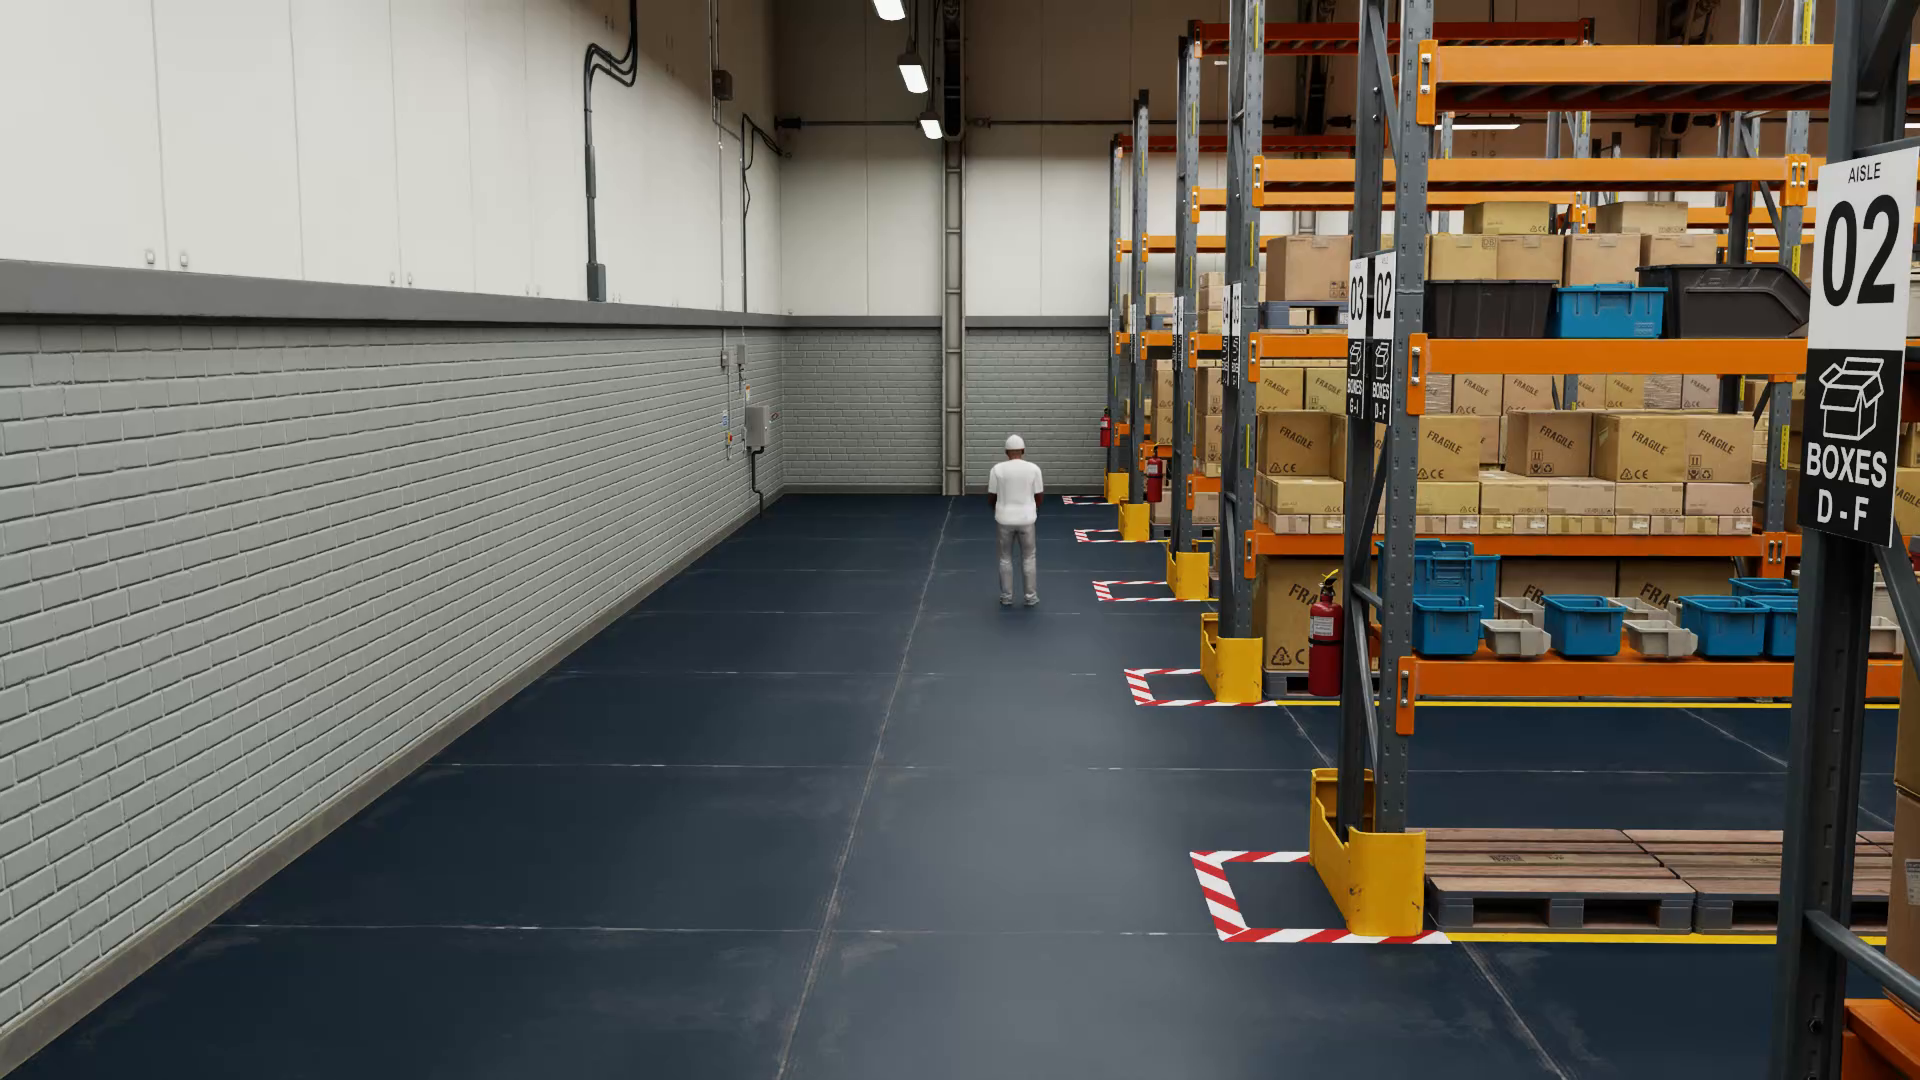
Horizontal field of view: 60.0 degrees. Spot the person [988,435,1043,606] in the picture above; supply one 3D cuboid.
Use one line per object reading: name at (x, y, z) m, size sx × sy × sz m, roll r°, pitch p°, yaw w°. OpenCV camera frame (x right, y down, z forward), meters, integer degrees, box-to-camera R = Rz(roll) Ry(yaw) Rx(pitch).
person at (0.576, -0.207, 17.313) m, size 0.572 × 1.767 × 0.470 m, roll 0°, pitch 7°, yaw 0°
